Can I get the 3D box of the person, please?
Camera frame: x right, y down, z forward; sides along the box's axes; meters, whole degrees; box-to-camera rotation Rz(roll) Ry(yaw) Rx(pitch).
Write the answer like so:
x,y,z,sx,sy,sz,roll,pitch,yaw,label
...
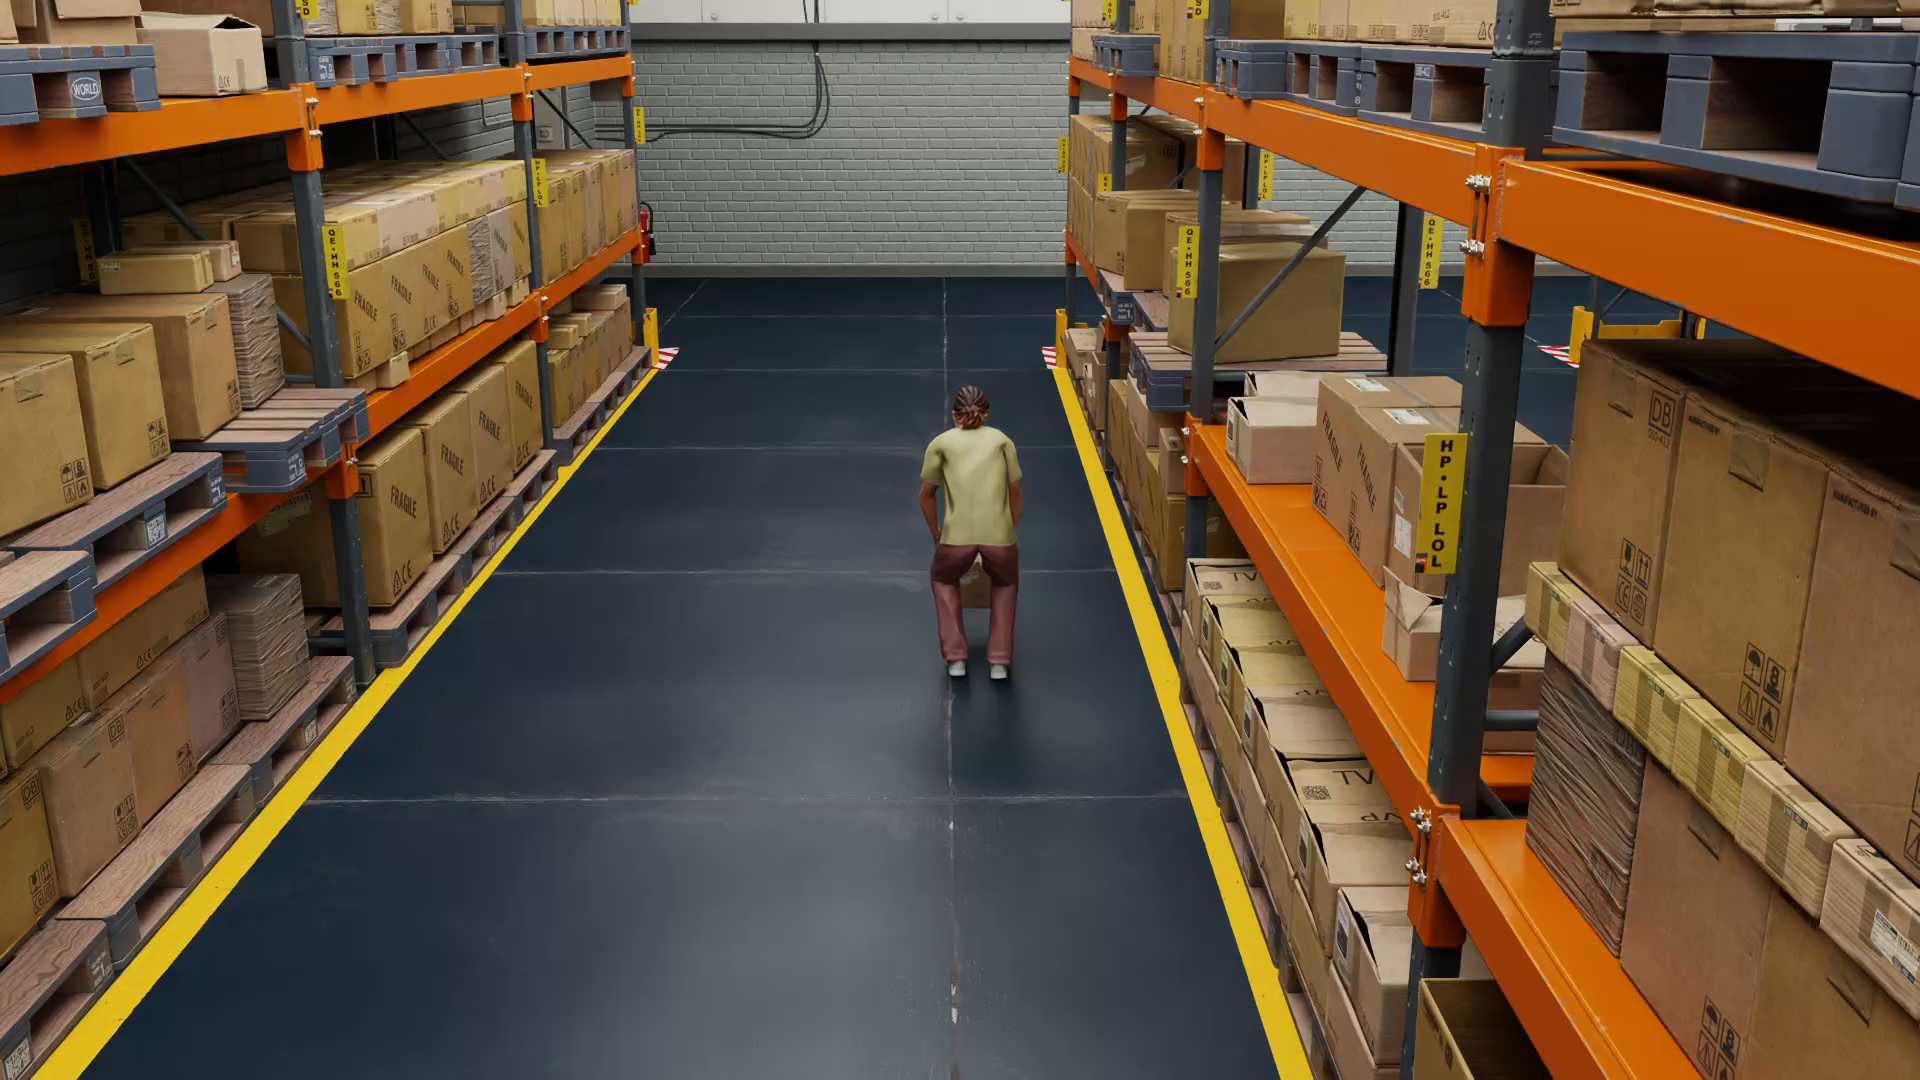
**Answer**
x,y,z,sx,sy,sz,roll,pitch,yaw,label
0.052,-0.027,8.128,0.510,1.391,0.634,0,17,0,person
